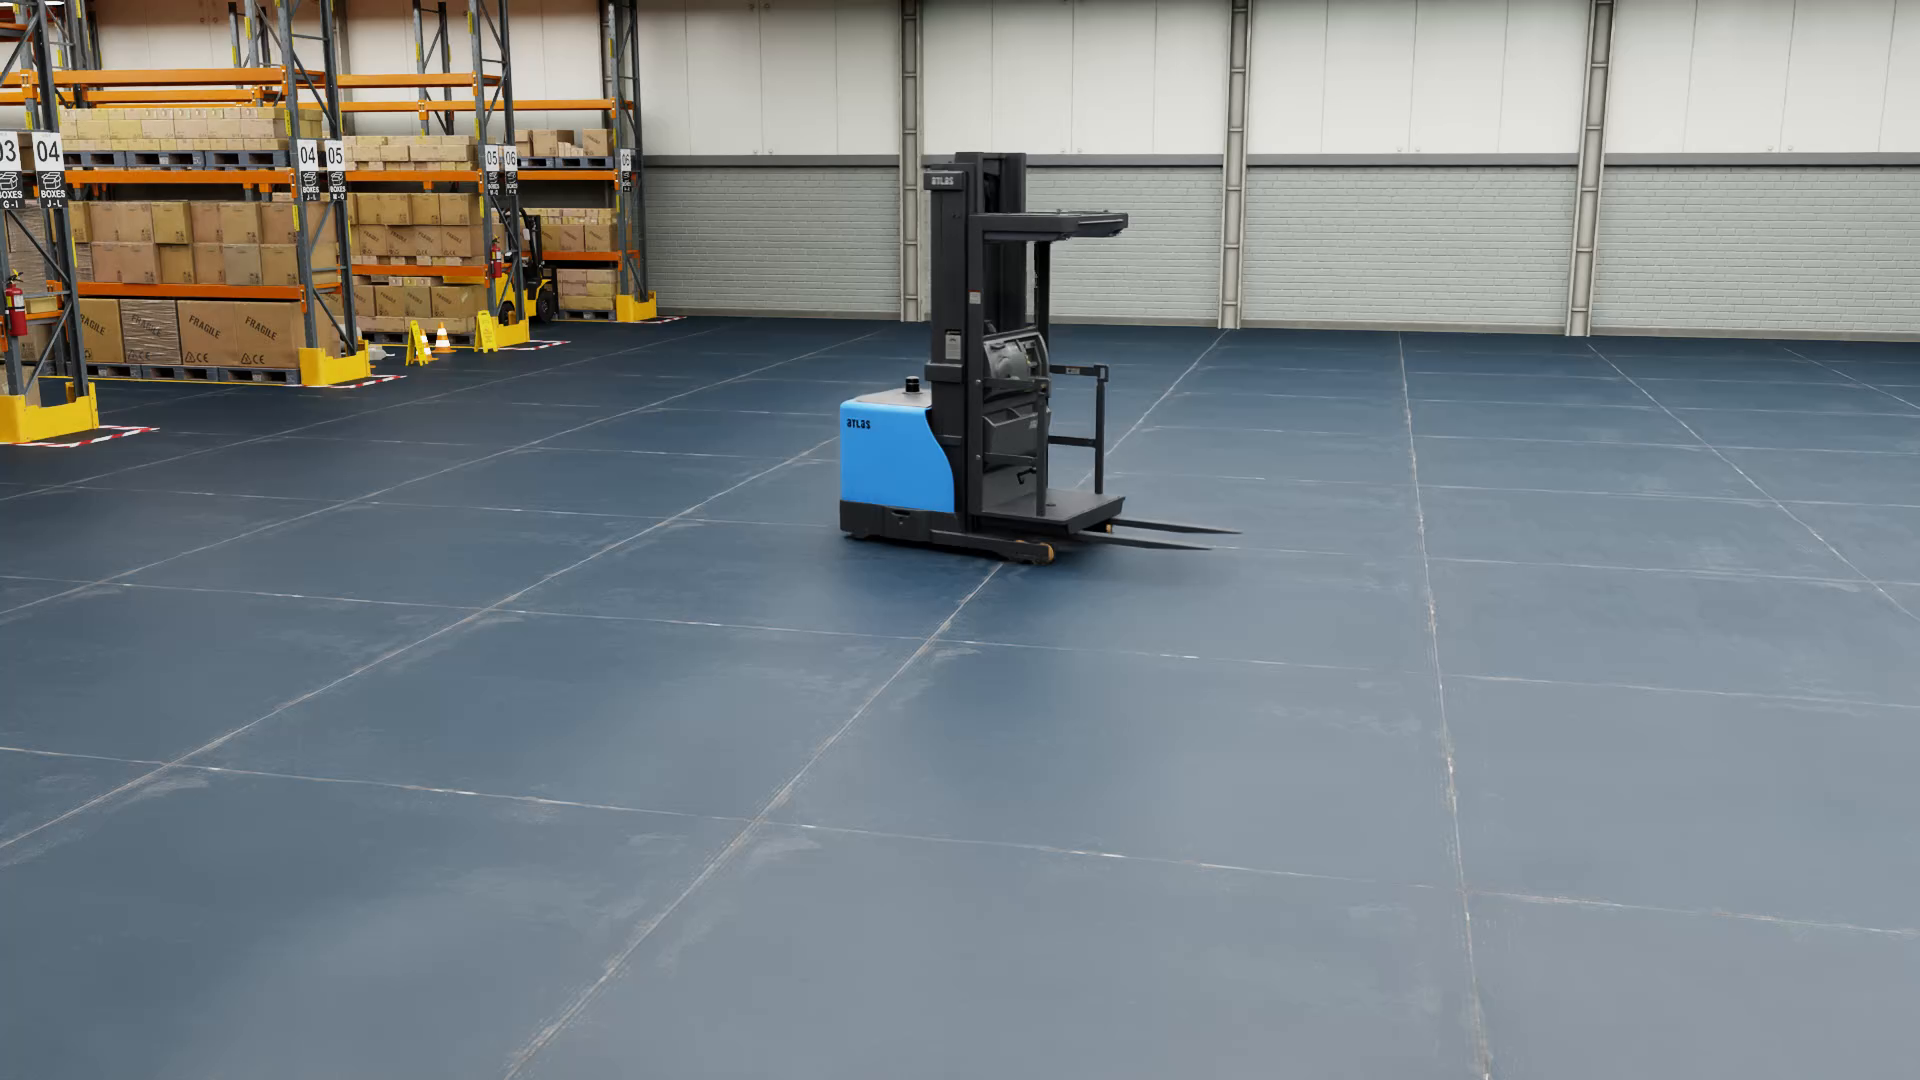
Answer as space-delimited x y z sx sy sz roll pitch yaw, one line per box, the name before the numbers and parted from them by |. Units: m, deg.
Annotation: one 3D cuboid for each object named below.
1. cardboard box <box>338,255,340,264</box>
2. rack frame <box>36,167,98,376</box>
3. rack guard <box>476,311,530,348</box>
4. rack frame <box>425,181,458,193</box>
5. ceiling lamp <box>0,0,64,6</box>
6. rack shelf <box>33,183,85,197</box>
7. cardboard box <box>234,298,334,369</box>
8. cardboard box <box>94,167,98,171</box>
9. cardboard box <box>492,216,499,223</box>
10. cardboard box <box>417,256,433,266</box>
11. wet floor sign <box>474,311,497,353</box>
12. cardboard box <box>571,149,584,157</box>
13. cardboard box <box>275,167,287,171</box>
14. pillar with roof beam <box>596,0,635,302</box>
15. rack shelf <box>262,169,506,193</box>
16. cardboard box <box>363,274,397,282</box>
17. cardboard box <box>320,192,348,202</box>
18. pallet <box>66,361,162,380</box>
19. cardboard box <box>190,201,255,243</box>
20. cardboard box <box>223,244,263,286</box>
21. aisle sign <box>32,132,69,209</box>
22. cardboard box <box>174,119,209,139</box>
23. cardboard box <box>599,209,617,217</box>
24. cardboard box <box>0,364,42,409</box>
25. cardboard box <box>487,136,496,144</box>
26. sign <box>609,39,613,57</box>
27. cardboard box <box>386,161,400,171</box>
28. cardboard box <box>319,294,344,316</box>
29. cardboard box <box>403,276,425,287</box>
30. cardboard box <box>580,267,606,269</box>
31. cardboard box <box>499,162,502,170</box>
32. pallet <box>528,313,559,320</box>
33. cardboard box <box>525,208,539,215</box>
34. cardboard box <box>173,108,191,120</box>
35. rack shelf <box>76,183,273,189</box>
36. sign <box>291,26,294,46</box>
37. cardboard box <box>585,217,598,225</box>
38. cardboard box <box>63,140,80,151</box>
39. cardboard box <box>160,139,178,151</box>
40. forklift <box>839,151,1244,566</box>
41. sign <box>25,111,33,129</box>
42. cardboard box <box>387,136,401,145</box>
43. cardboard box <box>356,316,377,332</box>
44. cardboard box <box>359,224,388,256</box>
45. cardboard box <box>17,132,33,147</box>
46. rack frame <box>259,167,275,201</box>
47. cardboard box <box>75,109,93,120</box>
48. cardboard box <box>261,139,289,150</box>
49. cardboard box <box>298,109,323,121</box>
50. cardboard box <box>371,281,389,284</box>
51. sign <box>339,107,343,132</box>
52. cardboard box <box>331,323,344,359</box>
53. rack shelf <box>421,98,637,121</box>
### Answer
cardboard box | -10.088 -4.656 27.550 0.250 0.149 0.380 3 13 13
rack frame | -12.426 -3.854 23.352 0.127 3.000 1.000 3 13 14
rack guard | -7.528 -3.476 27.420 0.348 0.500 1.175 3 13 14
rack frame | -10.152 -5.944 32.773 0.127 3.000 1.000 3 13 14
ceiling lamp | -17.632 -11.632 31.083 2.000 3.185 0.800 3 13 14
rack shelf | -14.368 -5.071 23.573 4.000 0.370 1.077 3 13 14
cardboard box | -9.217 -2.835 22.697 0.875 0.875 0.875 3 13 14
cardboard box | -14.709 -6.441 28.398 0.258 0.266 0.396 3 13 14
cardboard box | -8.918 -6.174 32.083 0.250 0.149 0.380 3 13 13
cardboard box | -8.642 -4.559 27.109 0.250 0.149 0.380 3 13 15
wet floor sign | -7.526 -3.308 26.328 0.232 0.644 0.267 8 15 33
cardboard box | -7.146 -7.311 31.389 0.250 0.149 0.380 3 13 12
cardboard box | -11.092 -6.173 27.461 0.250 0.149 0.380 3 13 13
pillar with roof beam | -7.760 -7.985 28.124 0.400 9.000 9.100 3 13 14
rack shelf | -9.396 -5.909 27.352 4.000 0.370 1.077 3 13 14
cardboard box | -11.413 -5.056 33.285 0.625 0.625 0.875 3 13 13
cardboard box | -10.472 -5.482 27.467 0.500 0.500 0.700 3 13 14
pallet | -11.706 -2.436 23.402 1.213 0.211 1.003 3 13 14
cardboard box | -9.961 -4.341 22.707 0.550 0.550 0.875 3 13 14
cardboard box | -9.453 -3.753 22.552 0.550 0.550 0.875 3 13 14
aisle sign | -9.697 -3.937 17.727 0.004 0.787 0.394 3 13 14
cardboard box | -10.057 -5.455 22.105 0.500 0.250 0.500 3 13 13
cardboard box | -6.667 -6.221 31.608 0.250 0.149 0.380 3 13 14
cardboard box | -10.431 -1.629 18.126 0.500 0.500 0.500 6 14 24
cardboard box | -7.751 -6.485 27.024 0.250 0.149 0.380 3 13 13
sign | -6.413 -9.046 30.567 0.005 0.325 0.100 3 13 14
cardboard box | -9.105 -6.066 26.978 0.250 0.149 0.380 3 13 12
cardboard box | -10.307 -4.016 27.730 0.500 0.500 0.500 4 13 16
cardboard box | -8.911 -4.243 27.257 0.250 0.149 0.380 3 13 14
cardboard box | -7.176 -5.177 32.386 0.500 0.250 0.500 3 13 14
cardboard box | -7.699 -6.119 27.219 0.250 0.149 0.380 3 13 14
pallet | -8.202 -4.470 32.566 1.213 0.211 1.003 3 13 14
cardboard box | -8.158 -6.299 31.961 0.250 0.149 0.380 3 13 14
cardboard box | -10.185 -5.643 22.031 0.250 0.149 0.380 3 13 13
rack shelf | -15.978 -7.368 33.929 4.000 0.370 1.077 3 13 14
sign | -11.190 -8.436 27.818 0.005 0.325 0.100 3 13 14
cardboard box | -6.928 -6.068 31.603 0.250 0.149 0.380 3 13 14
cardboard box | -11.902 -5.346 22.532 0.250 0.149 0.380 3 13 14
cardboard box | -10.427 -5.267 22.176 0.250 0.149 0.380 3 13 14
forklift | 0.598 -1.375 12.337 3.031 2.935 1.130 7 14 29
sign | -12.546 -5.609 22.420 0.005 0.325 0.100 3 13 14
cardboard box | -9.064 -6.467 26.944 0.250 0.149 0.380 3 13 12
cardboard box | -9.793 -3.623 27.690 0.500 0.250 0.500 3 13 13
cardboard box | -9.505 -4.940 27.332 0.500 0.500 0.500 3 13 14
cardboard box | -10.041 -4.257 17.670 0.250 0.149 0.380 3 13 13
rack frame | -11.338 -4.900 28.067 0.127 3.000 1.000 3 13 14
cardboard box | -11.660 -5.722 22.386 0.250 0.149 0.380 3 13 13
cardboard box | -8.946 -5.188 21.819 0.250 0.149 0.380 3 13 13
cardboard box | -8.790 -5.715 22.355 0.250 0.149 0.380 3 13 14
cardboard box | -9.709 -4.102 28.119 0.500 0.500 0.500 4 13 17
sign | -8.404 -5.692 22.513 0.005 0.325 0.100 3 13 14
cardboard box | -9.766 -3.032 25.413 0.637 0.503 0.797 -6 14 -25
rack shelf | -8.211 -8.222 31.776 4.000 0.370 1.077 3 13 14
